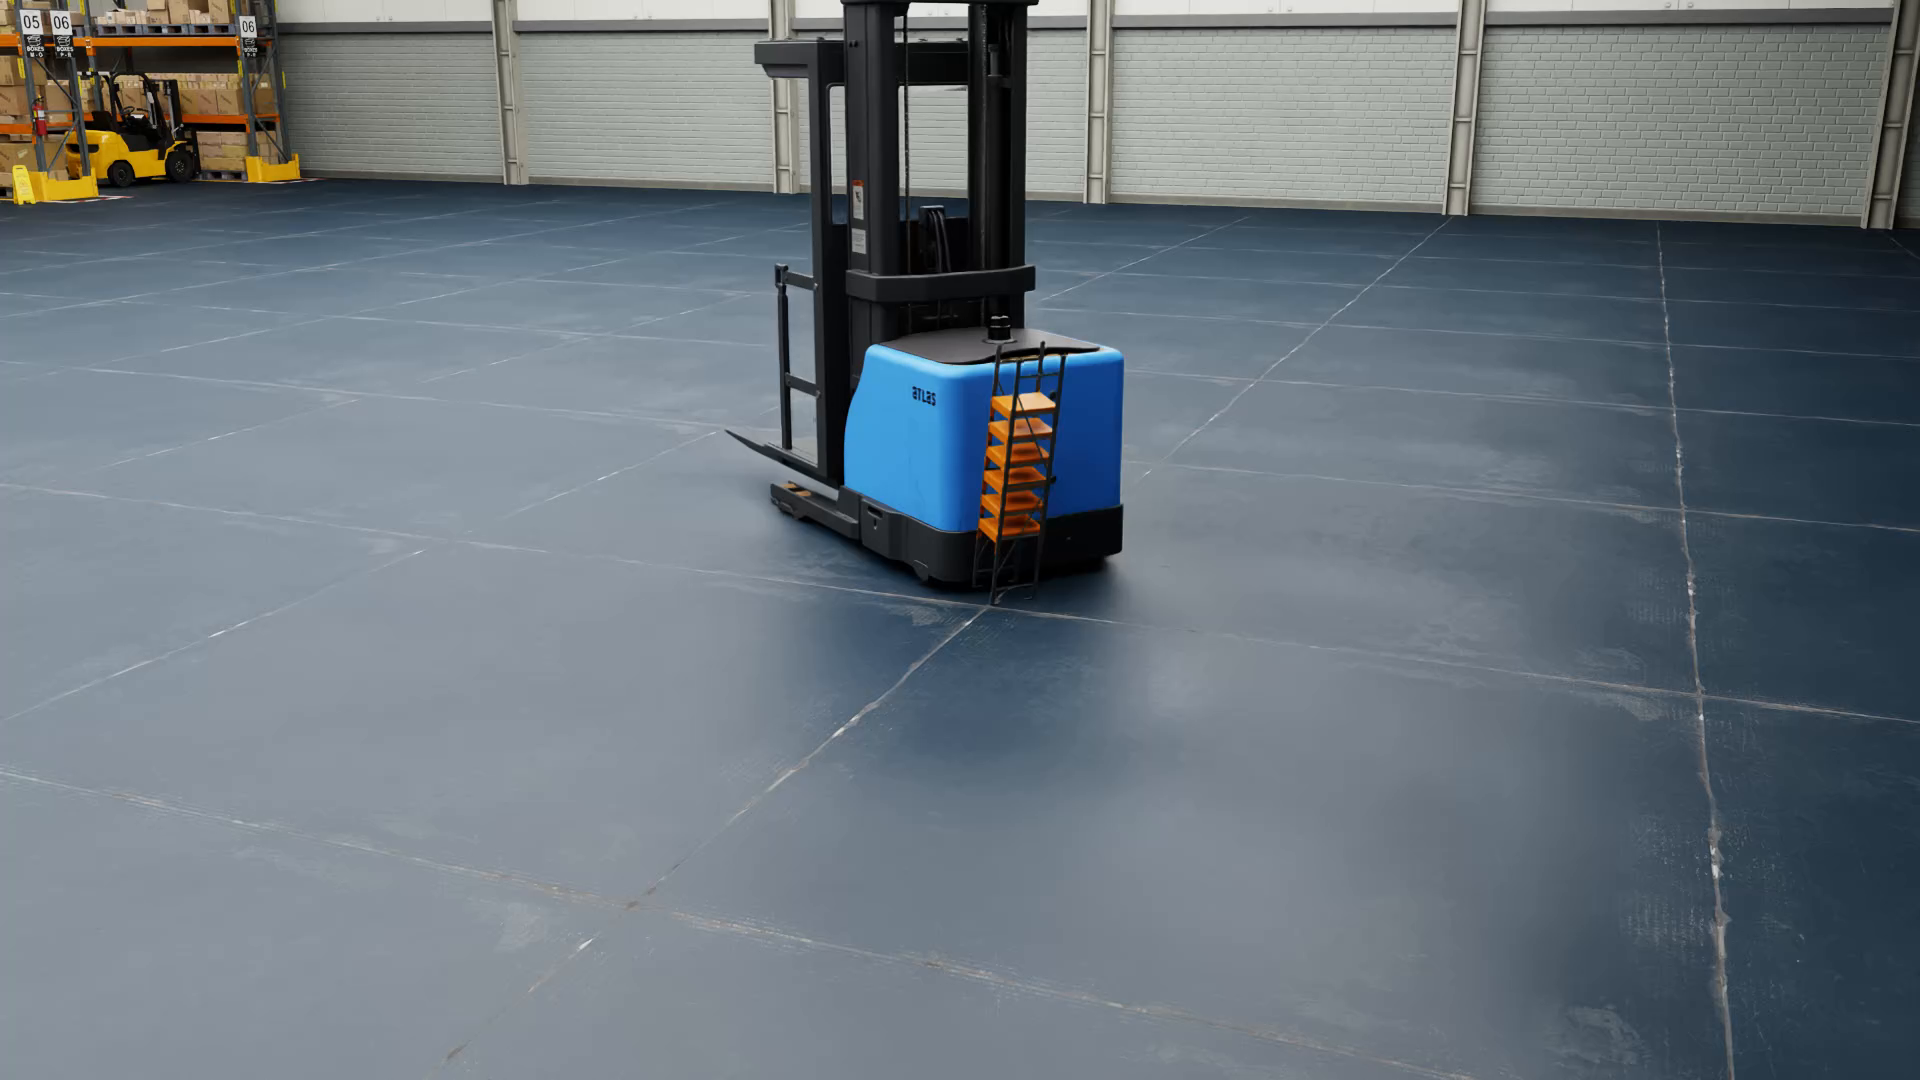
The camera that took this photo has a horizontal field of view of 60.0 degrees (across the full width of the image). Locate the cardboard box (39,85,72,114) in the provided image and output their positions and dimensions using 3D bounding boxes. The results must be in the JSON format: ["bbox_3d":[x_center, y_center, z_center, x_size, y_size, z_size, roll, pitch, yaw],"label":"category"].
[{"bbox_3d":[-16.217,-7.838,29.578,0.500,0.500,0.500,6,17,20],"label":"cardboard box"}]

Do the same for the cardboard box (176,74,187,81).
[{"bbox_3d":[-15.695,-9.403,33.807,0.250,0.149,0.380,7,17,22],"label":"cardboard box"}]

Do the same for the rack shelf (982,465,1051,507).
[{"bbox_3d":[0.253,-0.249,7.509,0.258,0.103,0.180,-8,29,-26],"label":"rack shelf"}]

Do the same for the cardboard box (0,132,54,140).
[{"bbox_3d":[-20.316,-8.562,36.291,0.625,0.625,0.875,7,18,22],"label":"cardboard box"}]

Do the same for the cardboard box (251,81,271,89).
[{"bbox_3d":[-14.280,-9.276,33.902,0.250,0.149,0.380,6,17,19],"label":"cardboard box"}]

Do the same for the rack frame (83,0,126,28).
[{"bbox_3d":[-17.781,-12.104,34.228,0.127,3.000,1.000,6,17,21],"label":"rack frame"}]

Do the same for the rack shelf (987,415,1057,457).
[{"bbox_3d":[0.274,-0.463,7.403,0.258,0.103,0.180,-8,29,-26],"label":"rack shelf"}]

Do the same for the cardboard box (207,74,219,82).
[{"bbox_3d":[-14.965,-9.335,33.574,0.250,0.149,0.380,7,17,22],"label":"cardboard box"}]

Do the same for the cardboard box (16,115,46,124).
[{"bbox_3d":[-16.304,-7.389,29.195,0.250,0.149,0.380,7,18,22],"label":"cardboard box"}]

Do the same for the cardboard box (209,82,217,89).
[{"bbox_3d":[-14.953,-9.197,33.632,0.250,0.149,0.380,7,17,22],"label":"cardboard box"}]

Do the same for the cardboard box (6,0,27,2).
[{"bbox_3d":[-19.971,-11.129,35.137,0.500,0.500,0.500,7,17,22],"label":"cardboard box"}]

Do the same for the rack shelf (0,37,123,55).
[{"bbox_3d":[-19.642,-10.523,35.451,4.000,0.370,1.077,6,17,21],"label":"rack shelf"}]

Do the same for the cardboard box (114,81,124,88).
[{"bbox_3d":[-17.340,-9.456,34.523,0.250,0.149,0.380,7,17,22],"label":"cardboard box"}]

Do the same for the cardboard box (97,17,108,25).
[{"bbox_3d":[-17.475,-10.668,34.179,0.250,0.149,0.380,7,17,22],"label":"cardboard box"}]

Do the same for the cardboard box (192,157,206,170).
[{"bbox_3d":[-15.534,-7.768,34.231,0.500,0.250,0.500,6,17,21],"label":"cardboard box"}]

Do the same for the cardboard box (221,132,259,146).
[{"bbox_3d":[-14.603,-8.142,33.724,0.500,0.250,0.500,7,18,22],"label":"cardboard box"}]

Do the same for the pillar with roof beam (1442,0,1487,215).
[{"bbox_3d":[6.369,-8.429,21.566,0.400,9.000,9.100,6,17,21],"label":"pillar with roof beam"}]

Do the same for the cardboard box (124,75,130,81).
[{"bbox_3d":[-17.077,-9.589,34.448,0.250,0.149,0.380,6,17,20],"label":"cardboard box"}]

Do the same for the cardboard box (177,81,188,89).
[{"bbox_3d":[-15.688,-9.261,33.852,0.250,0.149,0.380,6,17,21],"label":"cardboard box"}]

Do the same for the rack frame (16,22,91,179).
[{"bbox_3d":[-15.878,-7.526,29.219,0.127,3.000,1.000,6,17,21],"label":"rack frame"}]

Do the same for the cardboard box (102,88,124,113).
[{"bbox_3d":[-17.464,-9.158,34.661,0.500,0.500,0.500,6,17,19],"label":"cardboard box"}]

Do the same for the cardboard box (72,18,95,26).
[{"bbox_3d":[-18.499,-10.931,35.083,0.250,0.149,0.380,6,17,21],"label":"cardboard box"}]

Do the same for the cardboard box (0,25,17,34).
[{"bbox_3d":[-16.312,-8.810,28.712,0.250,0.149,0.380,6,17,21],"label":"cardboard box"}]

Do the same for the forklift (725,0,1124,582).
[{"bbox_3d":[-0.386,-1.568,8.819,1.130,2.935,3.031,-9,19,-30],"label":"forklift"}]

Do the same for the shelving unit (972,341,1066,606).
[{"bbox_3d":[0.257,-0.289,7.489,0.258,1.200,0.189,-8,29,-26],"label":"shelving unit"}]

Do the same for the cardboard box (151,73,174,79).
[{"bbox_3d":[-16.366,-9.505,34.158,0.250,0.149,0.380,6,17,20],"label":"cardboard box"}]

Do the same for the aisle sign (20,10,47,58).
[{"bbox_3d":[-15.927,-8.693,28.576,0.004,0.787,0.394,6,17,21],"label":"aisle sign"}]

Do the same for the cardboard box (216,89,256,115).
[{"bbox_3d":[-14.614,-8.844,33.580,0.500,0.500,0.500,6,17,19],"label":"cardboard box"}]

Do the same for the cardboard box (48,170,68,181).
[{"bbox_3d":[-16.527,-6.562,30.075,0.500,0.250,0.500,6,17,20],"label":"cardboard box"}]

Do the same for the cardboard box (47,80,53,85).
[{"bbox_3d":[-19.149,-9.656,35.212,0.250,0.149,0.380,6,17,19],"label":"cardboard box"}]

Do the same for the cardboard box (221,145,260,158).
[{"bbox_3d":[-14.628,-7.904,33.802,0.500,0.250,0.500,6,17,20],"label":"cardboard box"}]

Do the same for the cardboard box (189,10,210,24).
[{"bbox_3d":[-15.178,-10.472,33.293,0.258,0.266,0.396,6,17,21],"label":"cardboard box"}]

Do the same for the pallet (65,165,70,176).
[{"bbox_3d":[-18.481,-7.950,35.678,1.213,0.211,1.003,6,17,21],"label":"pallet"}]

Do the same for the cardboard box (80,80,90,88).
[{"bbox_3d":[-18.427,-9.582,34.957,0.250,0.149,0.380,6,17,20],"label":"cardboard box"}]

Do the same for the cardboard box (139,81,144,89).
[{"bbox_3d":[-16.641,-9.365,34.209,0.250,0.149,0.380,6,17,20],"label":"cardboard box"}]

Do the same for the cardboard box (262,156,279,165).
[{"bbox_3d":[-14.445,-7.796,34.327,0.500,0.250,0.500,6,17,21],"label":"cardboard box"}]

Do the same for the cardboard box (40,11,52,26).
[{"bbox_3d":[-16.248,-9.158,29.195,0.500,0.250,0.500,6,17,20],"label":"cardboard box"}]

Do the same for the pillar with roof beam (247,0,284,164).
[{"bbox_3d":[-15.957,-10.884,30.023,0.400,9.000,9.100,6,17,21],"label":"pillar with roof beam"}]

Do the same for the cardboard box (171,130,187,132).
[{"bbox_3d":[-16.022,-8.295,34.253,0.500,0.250,0.500,6,17,20],"label":"cardboard box"}]

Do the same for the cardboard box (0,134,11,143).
[{"bbox_3d":[-17.085,-7.114,29.468,0.250,0.149,0.380,7,18,22],"label":"cardboard box"}]

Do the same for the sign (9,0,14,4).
[{"bbox_3d":[-16.100,-9.250,28.189,0.005,0.325,0.100,6,17,21],"label":"sign"}]

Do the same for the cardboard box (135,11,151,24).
[{"bbox_3d":[-16.512,-10.618,33.798,0.258,0.266,0.396,6,17,19],"label":"cardboard box"}]

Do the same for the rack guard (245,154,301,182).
[{"bbox_3d":[-14.038,-7.611,33.995,0.348,0.500,1.175,6,17,21],"label":"rack guard"}]

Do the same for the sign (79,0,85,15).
[{"bbox_3d":[-17.971,-10.922,34.042,0.005,0.325,0.100,6,17,21],"label":"sign"}]

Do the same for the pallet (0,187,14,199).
[{"bbox_3d":[-16.691,-6.287,29.952,1.213,0.211,1.003,6,17,21],"label":"pallet"}]

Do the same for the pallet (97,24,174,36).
[{"bbox_3d":[-16.978,-10.541,34.381,1.213,0.211,1.003,6,17,21],"label":"pallet"}]

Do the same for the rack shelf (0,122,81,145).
[{"bbox_3d":[-17.738,-7.386,30.024,4.000,0.370,1.077,6,17,21],"label":"rack shelf"}]

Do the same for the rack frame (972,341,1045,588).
[{"bbox_3d":[0.216,-0.328,7.561,0.240,1.200,0.006,-8,29,-26],"label":"rack frame"}]

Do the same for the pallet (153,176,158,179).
[{"bbox_3d":[-17.057,-7.792,35.135,1.213,0.211,1.003,6,17,21],"label":"pallet"}]

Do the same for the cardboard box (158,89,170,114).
[{"bbox_3d":[-16.042,-9.001,34.118,0.500,0.500,0.500,6,17,21],"label":"cardboard box"}]

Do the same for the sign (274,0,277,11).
[{"bbox_3d":[-13.851,-10.856,33.597,0.005,0.325,0.100,6,17,21],"label":"sign"}]
